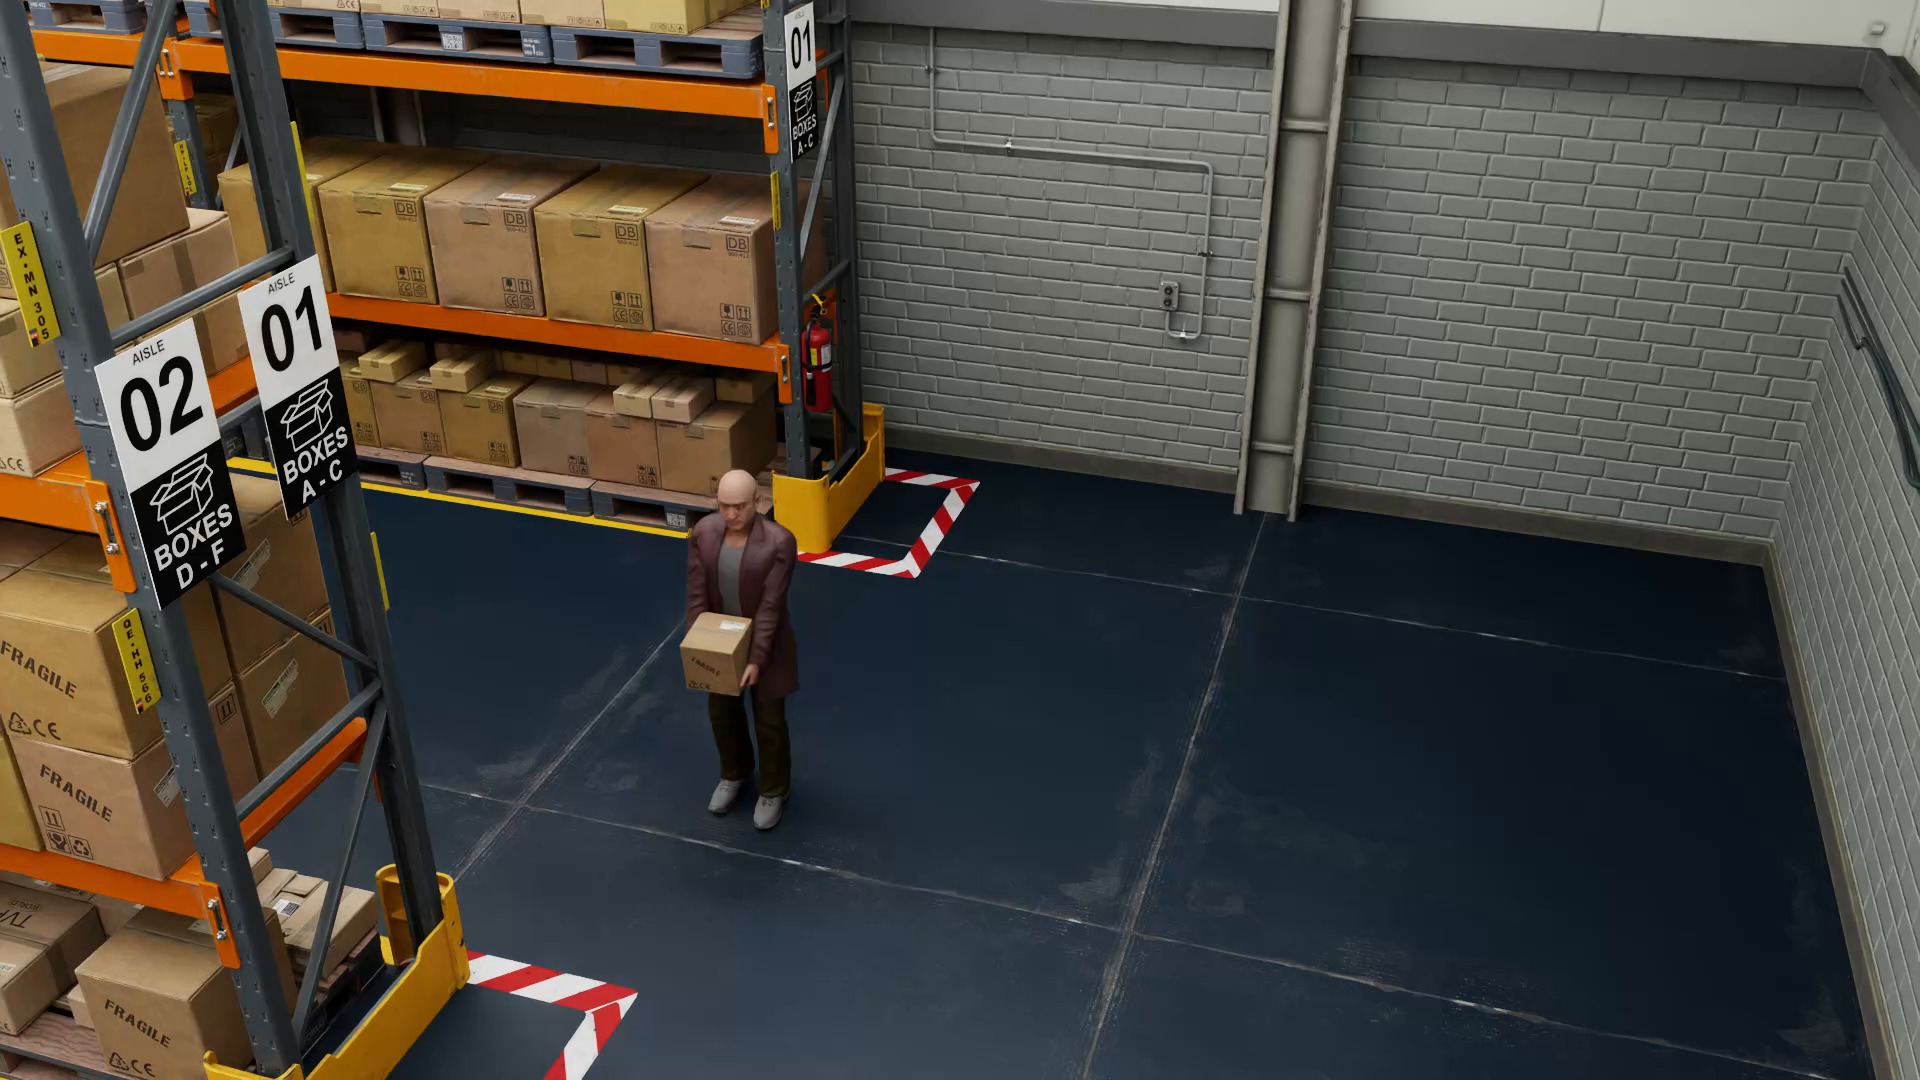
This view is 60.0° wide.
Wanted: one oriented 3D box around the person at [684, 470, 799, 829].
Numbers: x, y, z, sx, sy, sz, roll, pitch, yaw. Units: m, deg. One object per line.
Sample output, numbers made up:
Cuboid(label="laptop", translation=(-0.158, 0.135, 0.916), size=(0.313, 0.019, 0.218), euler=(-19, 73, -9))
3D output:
Cuboid(label="person", translation=(-1.008, 0.517, 7.595), size=(0.528, 1.779, 0.569), euler=(8, 30, 14))
